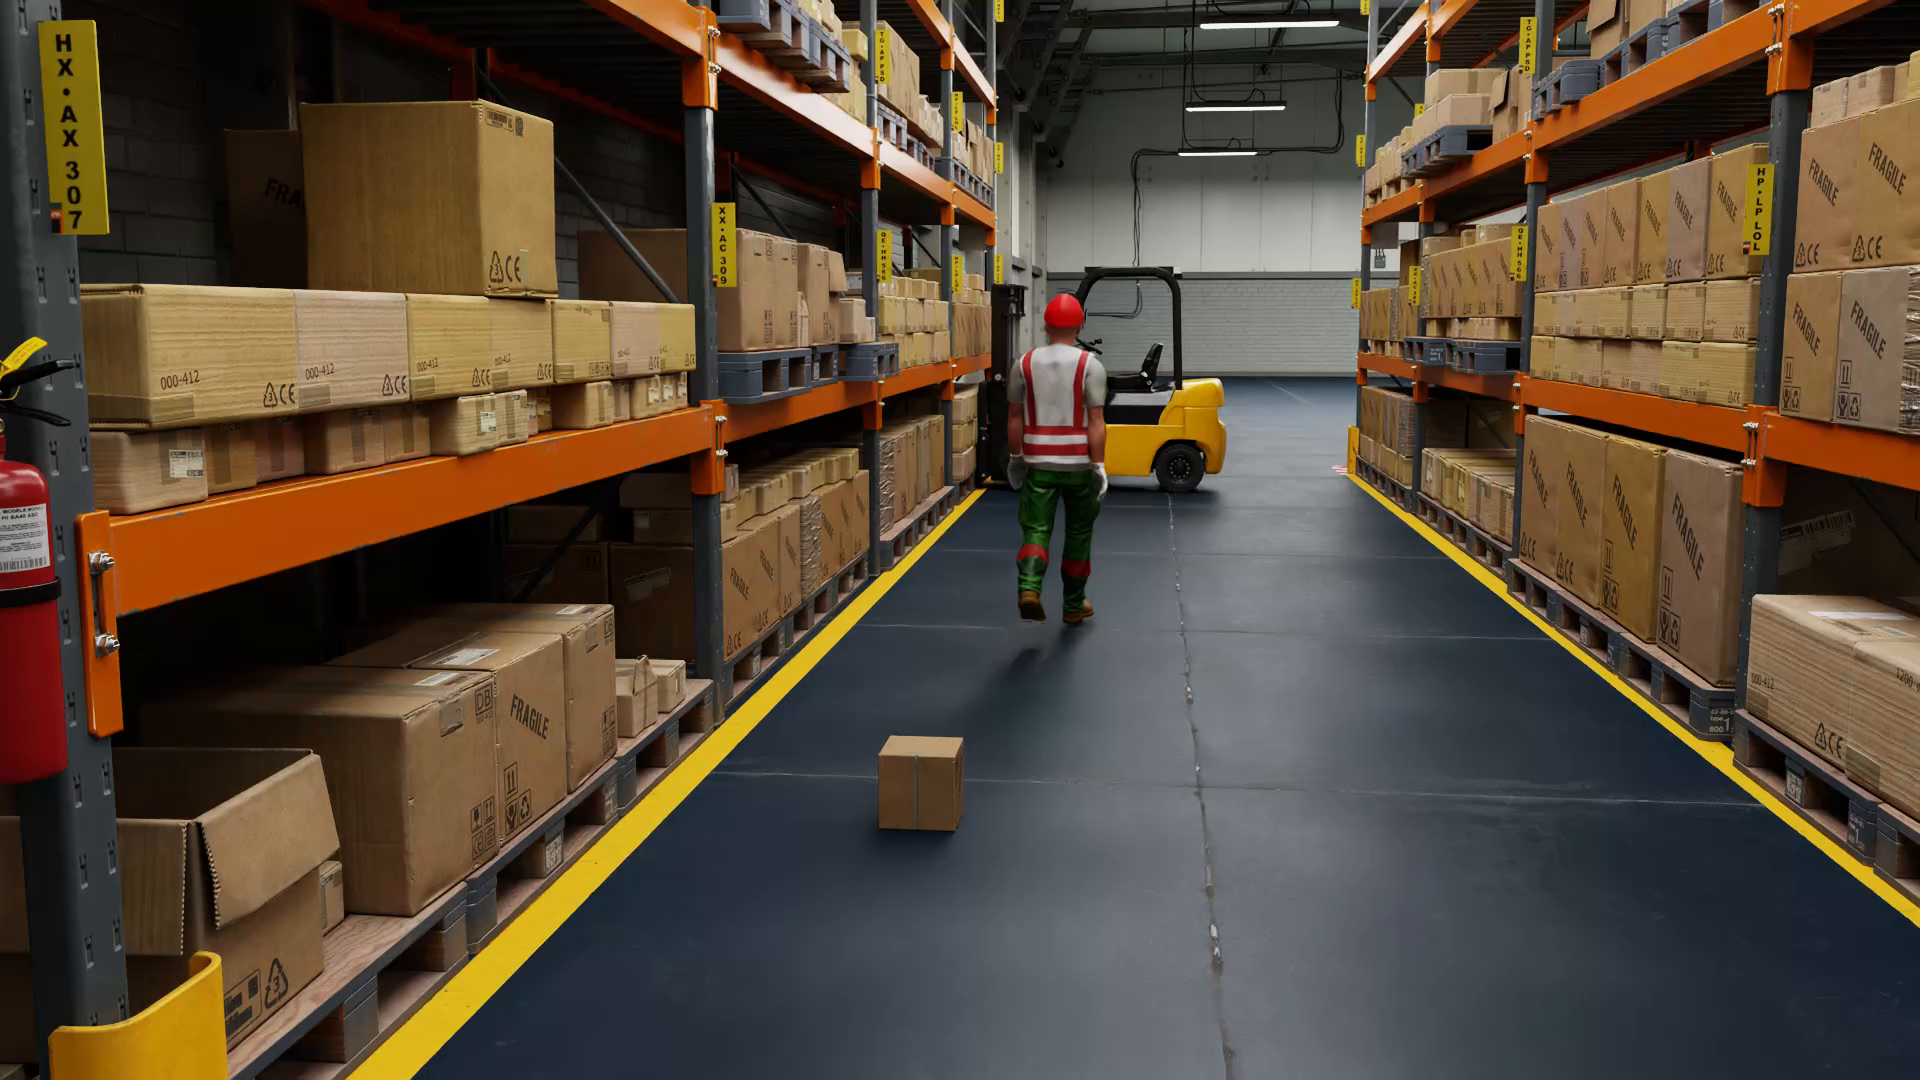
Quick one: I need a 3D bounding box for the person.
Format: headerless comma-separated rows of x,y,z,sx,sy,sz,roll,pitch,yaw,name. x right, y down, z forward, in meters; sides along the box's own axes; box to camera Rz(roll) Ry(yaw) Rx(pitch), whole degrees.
0.505,-0.399,8.693,0.567,1.760,0.929,2,8,14,person
